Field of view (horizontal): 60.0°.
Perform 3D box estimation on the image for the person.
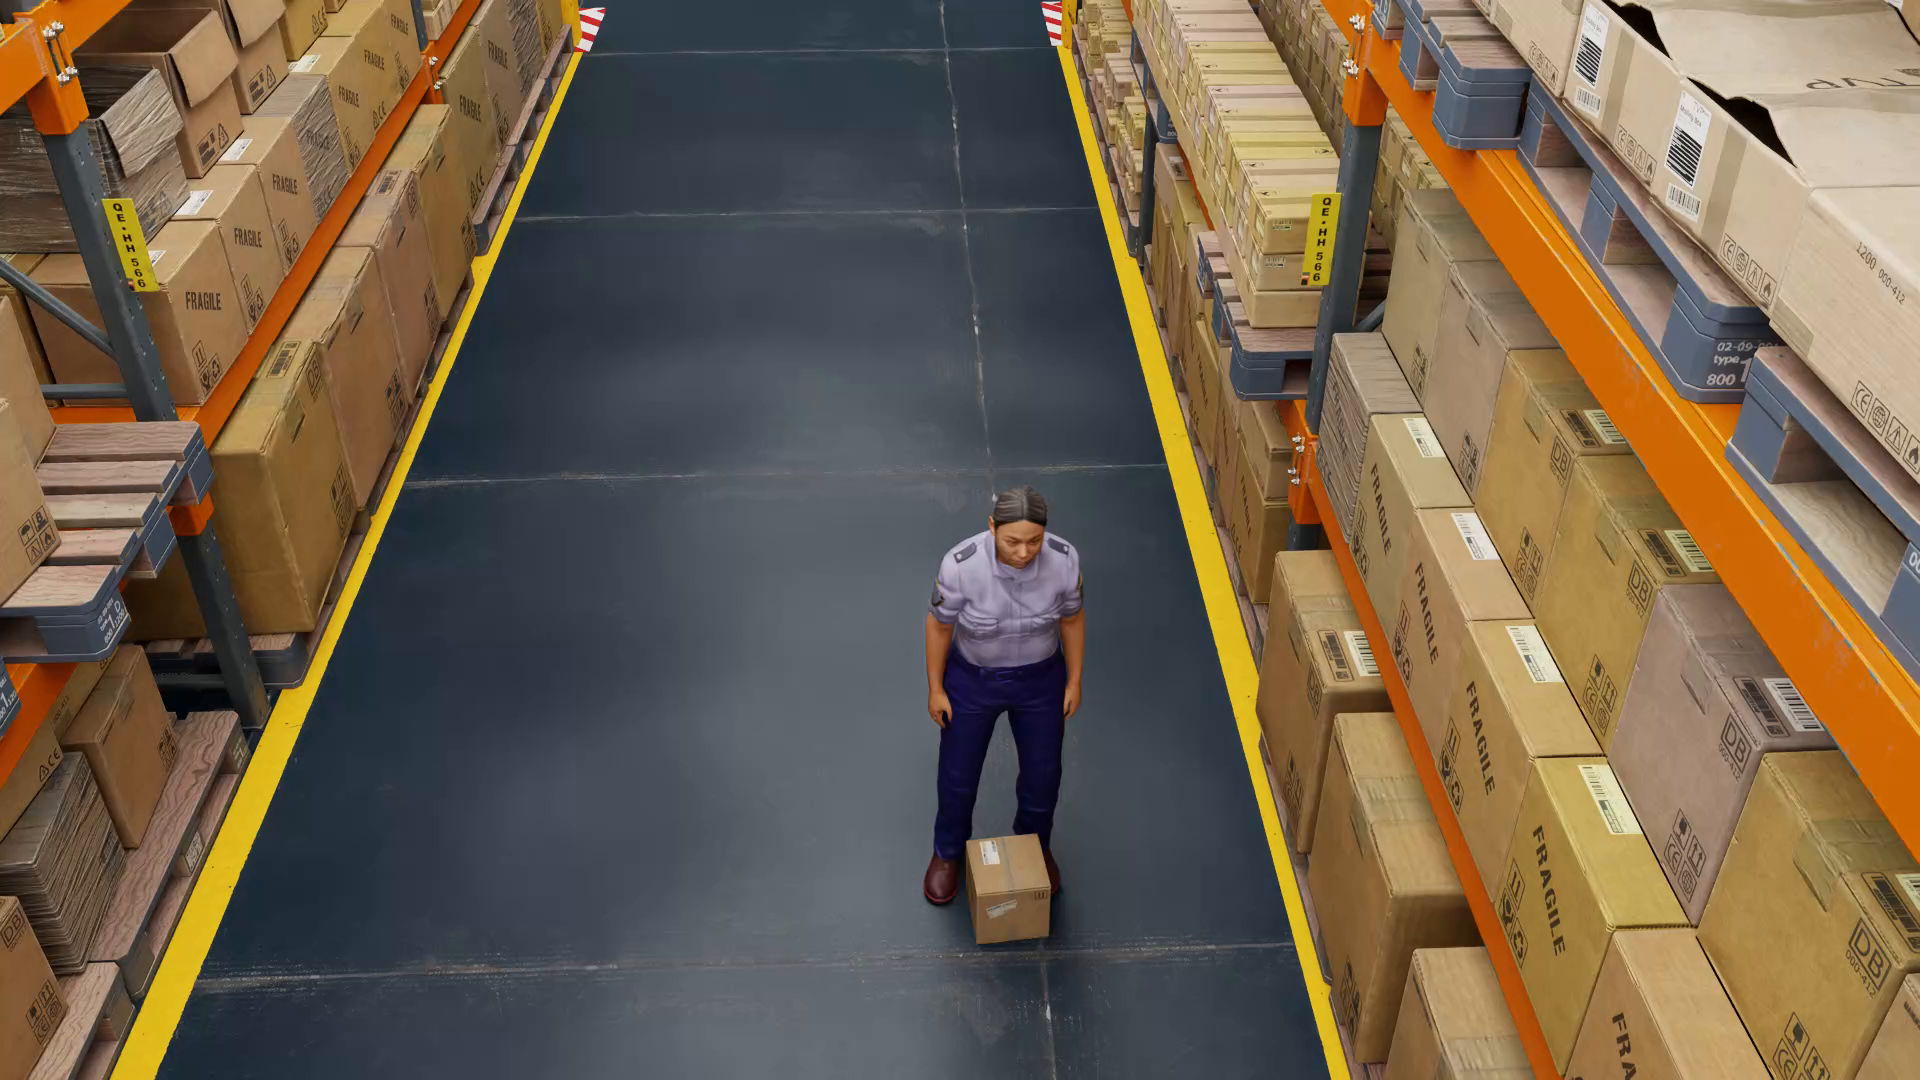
[{"bbox_3d":[0.134,0.486,5.471,0.549,1.650,0.372,-4,36,-5],"label":"person"}]
